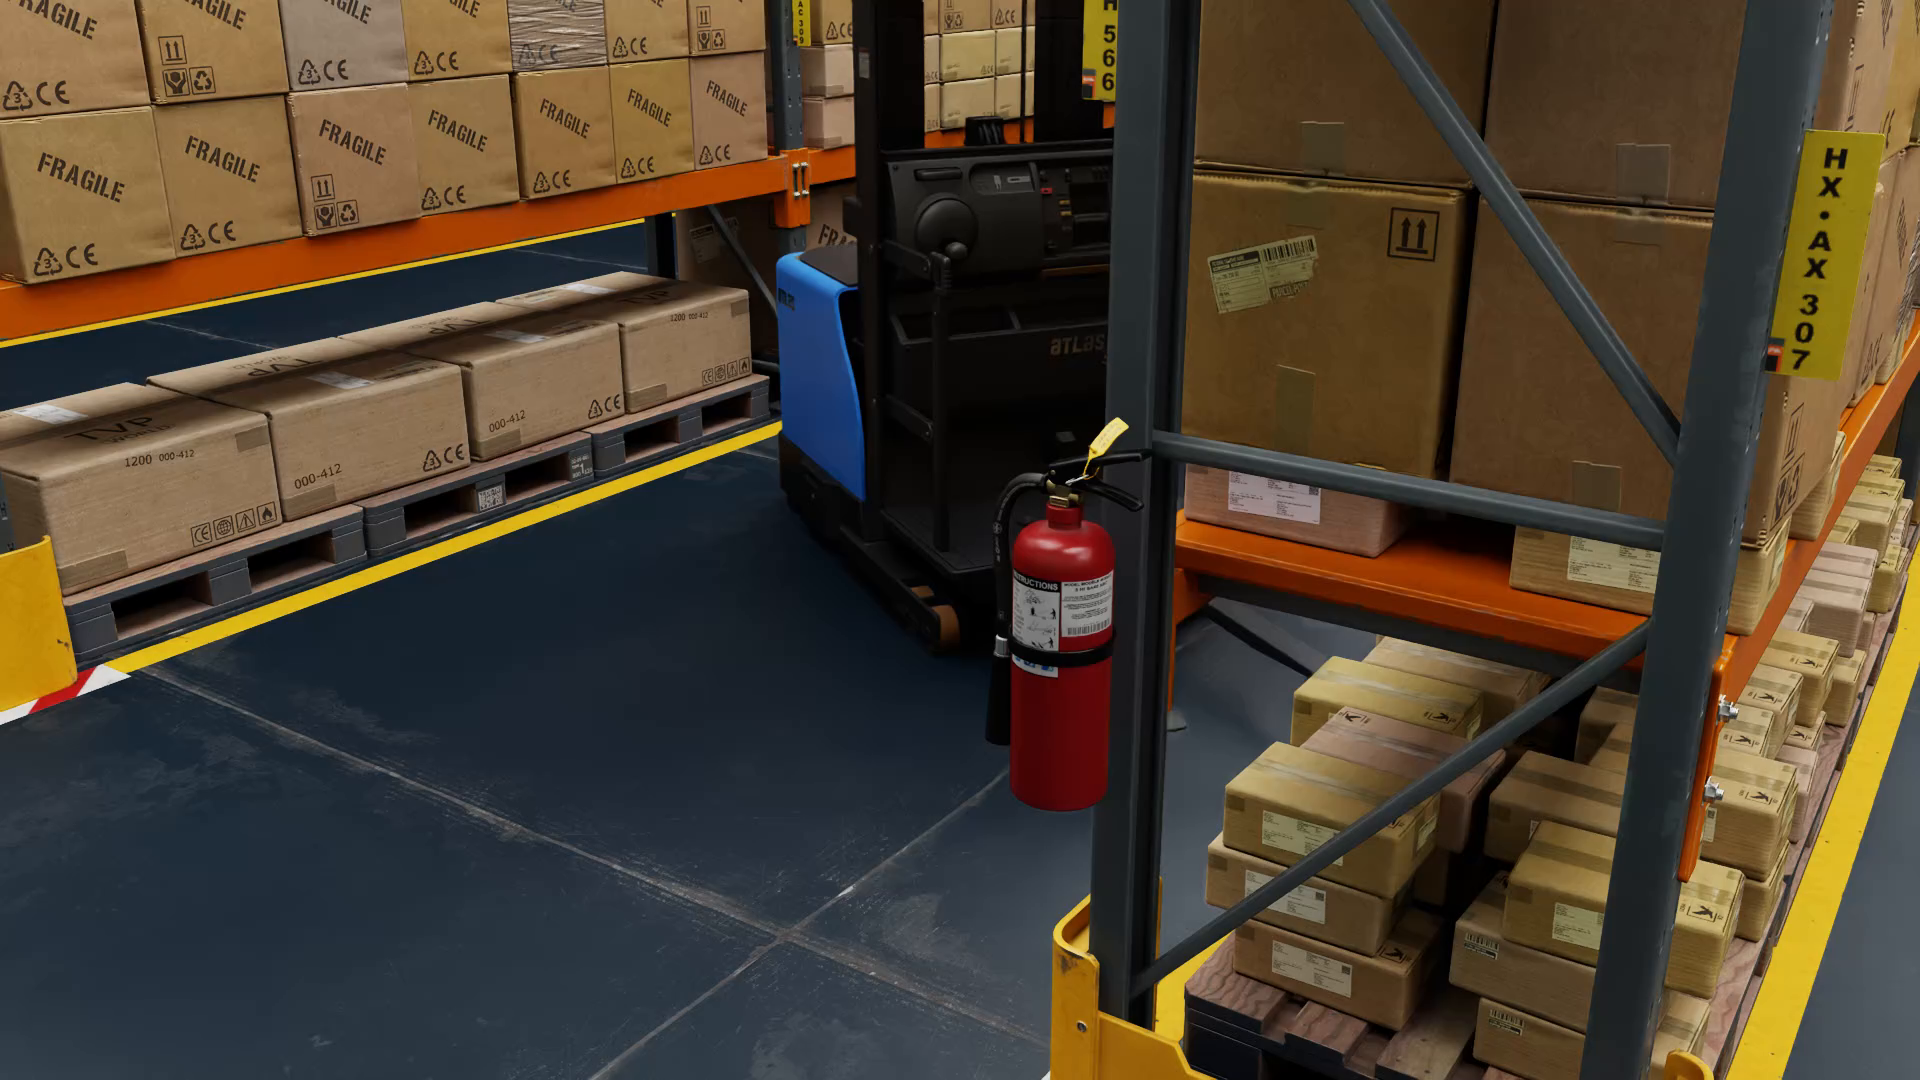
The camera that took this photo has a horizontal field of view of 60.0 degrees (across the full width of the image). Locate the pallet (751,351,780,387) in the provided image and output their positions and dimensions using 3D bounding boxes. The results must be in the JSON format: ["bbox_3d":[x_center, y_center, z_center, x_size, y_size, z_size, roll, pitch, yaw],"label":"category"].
[{"bbox_3d":[-0.837,-1.088,9.402,1.003,0.211,1.213,13,24,32],"label":"pallet"}]

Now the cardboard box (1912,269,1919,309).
[{"bbox_3d":[2.331,-0.925,4.368,0.500,0.500,0.500,13,24,32],"label":"cardboard box"}]

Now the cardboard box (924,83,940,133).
[{"bbox_3d":[-0.453,-2.313,8.910,0.500,0.250,0.500,13,24,31],"label":"cardboard box"}]

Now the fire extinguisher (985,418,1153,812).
[{"bbox_3d":[0.171,0.118,2.772,0.296,0.674,0.183,13,24,32],"label":"fire extinguisher"}]

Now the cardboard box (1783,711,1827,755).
[{"bbox_3d":[2.112,0.530,4.512,0.380,0.149,0.250,13,24,32],"label":"cardboard box"}]

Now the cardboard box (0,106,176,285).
[{"bbox_3d":[-2.949,-1.141,5.381,0.500,0.500,0.500,13,24,31],"label":"cardboard box"}]

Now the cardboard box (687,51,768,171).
[{"bbox_3d":[-1.257,-2.024,7.768,0.500,0.500,0.500,14,24,32],"label":"cardboard box"}]

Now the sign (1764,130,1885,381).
[{"bbox_3d":[1.143,-0.376,2.210,0.100,0.325,0.005,13,24,32],"label":"sign"}]

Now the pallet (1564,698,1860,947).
[{"bbox_3d":[1.909,0.636,4.743,1.003,0.211,1.213,13,24,32],"label":"pallet"}]

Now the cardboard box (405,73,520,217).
[{"bbox_3d":[-2.120,-1.581,6.570,0.500,0.500,0.500,14,25,34],"label":"cardboard box"}]

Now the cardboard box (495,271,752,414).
[{"bbox_3d":[-1.650,-0.996,8.221,0.875,0.438,0.875,13,24,31],"label":"cardboard box"}]

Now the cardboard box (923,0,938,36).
[{"bbox_3d":[-0.460,-2.897,8.688,0.500,0.500,0.500,13,24,32],"label":"cardboard box"}]

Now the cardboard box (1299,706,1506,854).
[{"bbox_3d":[0.971,0.523,3.673,0.380,0.149,0.250,14,24,33],"label":"cardboard box"}]

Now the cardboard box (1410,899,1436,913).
[{"bbox_3d":[0.878,0.779,3.839,0.380,0.149,0.250,14,25,33],"label":"cardboard box"}]

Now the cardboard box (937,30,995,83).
[{"bbox_3d":[-0.152,-2.690,9.209,0.500,0.250,0.500,14,24,32],"label":"cardboard box"}]

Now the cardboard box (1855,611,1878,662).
[{"bbox_3d":[2.693,0.242,5.290,0.380,0.149,0.250,12,24,30],"label":"cardboard box"}]

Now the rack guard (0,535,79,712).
[{"bbox_3d":[-3.470,0.167,5.592,1.175,0.500,0.348,13,24,32],"label":"rack guard"}]

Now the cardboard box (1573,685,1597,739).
[{"bbox_3d":[1.692,0.429,4.785,0.380,0.149,0.250,14,25,33],"label":"cardboard box"}]

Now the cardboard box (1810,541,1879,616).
[{"bbox_3d":[2.427,0.099,4.819,0.380,0.149,0.250,12,23,29],"label":"cardboard box"}]

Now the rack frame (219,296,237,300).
[{"bbox_3d":[-5.315,-3.127,10.894,1.000,3.000,0.127,13,24,32],"label":"rack frame"}]

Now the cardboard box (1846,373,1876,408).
[{"bbox_3d":[1.982,-0.444,4.005,0.380,0.149,0.250,14,25,34],"label":"cardboard box"}]

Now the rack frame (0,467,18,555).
[{"bbox_3d":[-3.457,-1.012,5.177,1.000,3.000,0.127,13,24,32],"label":"rack frame"}]

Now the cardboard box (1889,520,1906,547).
[{"bbox_3d":[2.887,0.010,5.490,0.380,0.149,0.250,12,23,29],"label":"cardboard box"}]

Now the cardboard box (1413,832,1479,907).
[{"bbox_3d":[0.946,0.653,3.750,0.380,0.149,0.250,13,24,31],"label":"cardboard box"}]

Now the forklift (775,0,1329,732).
[{"bbox_3d":[0.281,-1.156,5.667,1.130,2.935,3.031,-9,22,-22],"label":"forklift"}]

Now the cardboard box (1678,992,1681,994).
[{"bbox_3d":[1.333,0.885,3.551,0.380,0.149,0.250,13,24,32],"label":"cardboard box"}]

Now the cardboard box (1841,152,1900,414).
[{"bbox_3d":[1.455,-0.496,3.208,0.500,0.500,0.500,13,24,32],"label":"cardboard box"}]

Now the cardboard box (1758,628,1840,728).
[{"bbox_3d":[1.993,0.320,4.223,0.380,0.149,0.250,14,24,33],"label":"cardboard box"}]

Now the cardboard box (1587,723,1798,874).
[{"bbox_3d":[1.573,0.551,3.597,0.380,0.149,0.250,13,24,32],"label":"cardboard box"}]

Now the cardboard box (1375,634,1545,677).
[{"bbox_3d":[1.314,0.274,4.346,0.380,0.149,0.250,14,25,34],"label":"cardboard box"}]

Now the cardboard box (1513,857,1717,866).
[{"bbox_3d":[1.466,0.670,3.706,0.380,0.149,0.250,14,24,33],"label":"cardboard box"}]

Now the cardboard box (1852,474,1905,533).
[{"bbox_3d":[2.847,-0.128,5.435,0.380,0.149,0.250,14,24,32],"label":"cardboard box"}]

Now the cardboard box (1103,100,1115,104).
[{"bbox_3d":[0.697,-2.892,10.475,0.500,0.250,0.500,14,24,33],"label":"cardboard box"}]

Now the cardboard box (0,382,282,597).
[{"bbox_3d":[-3.168,-0.216,6.114,0.875,0.438,0.875,12,24,30],"label":"cardboard box"}]

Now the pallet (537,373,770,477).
[{"bbox_3d":[-1.700,-0.649,8.215,1.003,0.211,1.213,13,24,32],"label":"pallet"}]

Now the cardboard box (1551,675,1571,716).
[{"bbox_3d":[1.485,0.347,4.577,0.380,0.149,0.250,15,25,34],"label":"cardboard box"}]

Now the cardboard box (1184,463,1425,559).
[{"bbox_3d":[0.644,-0.107,3.091,0.380,0.149,0.250,13,24,32],"label":"cardboard box"}]

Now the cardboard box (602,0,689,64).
[{"bbox_3d":[-1.537,-2.342,7.188,0.500,0.500,0.500,13,24,31],"label":"cardboard box"}]

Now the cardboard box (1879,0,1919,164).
[{"bbox_3d":[1.444,-0.954,3.006,0.500,0.500,0.500,14,25,33],"label":"cardboard box"}]

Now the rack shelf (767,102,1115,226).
[{"bbox_3d":[-0.084,-2.396,9.956,1.077,0.370,4.000,13,24,32],"label":"rack shelf"}]

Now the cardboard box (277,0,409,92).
[{"bbox_3d":[-2.384,-1.909,6.016,0.500,0.500,0.500,13,24,31],"label":"cardboard box"}]
